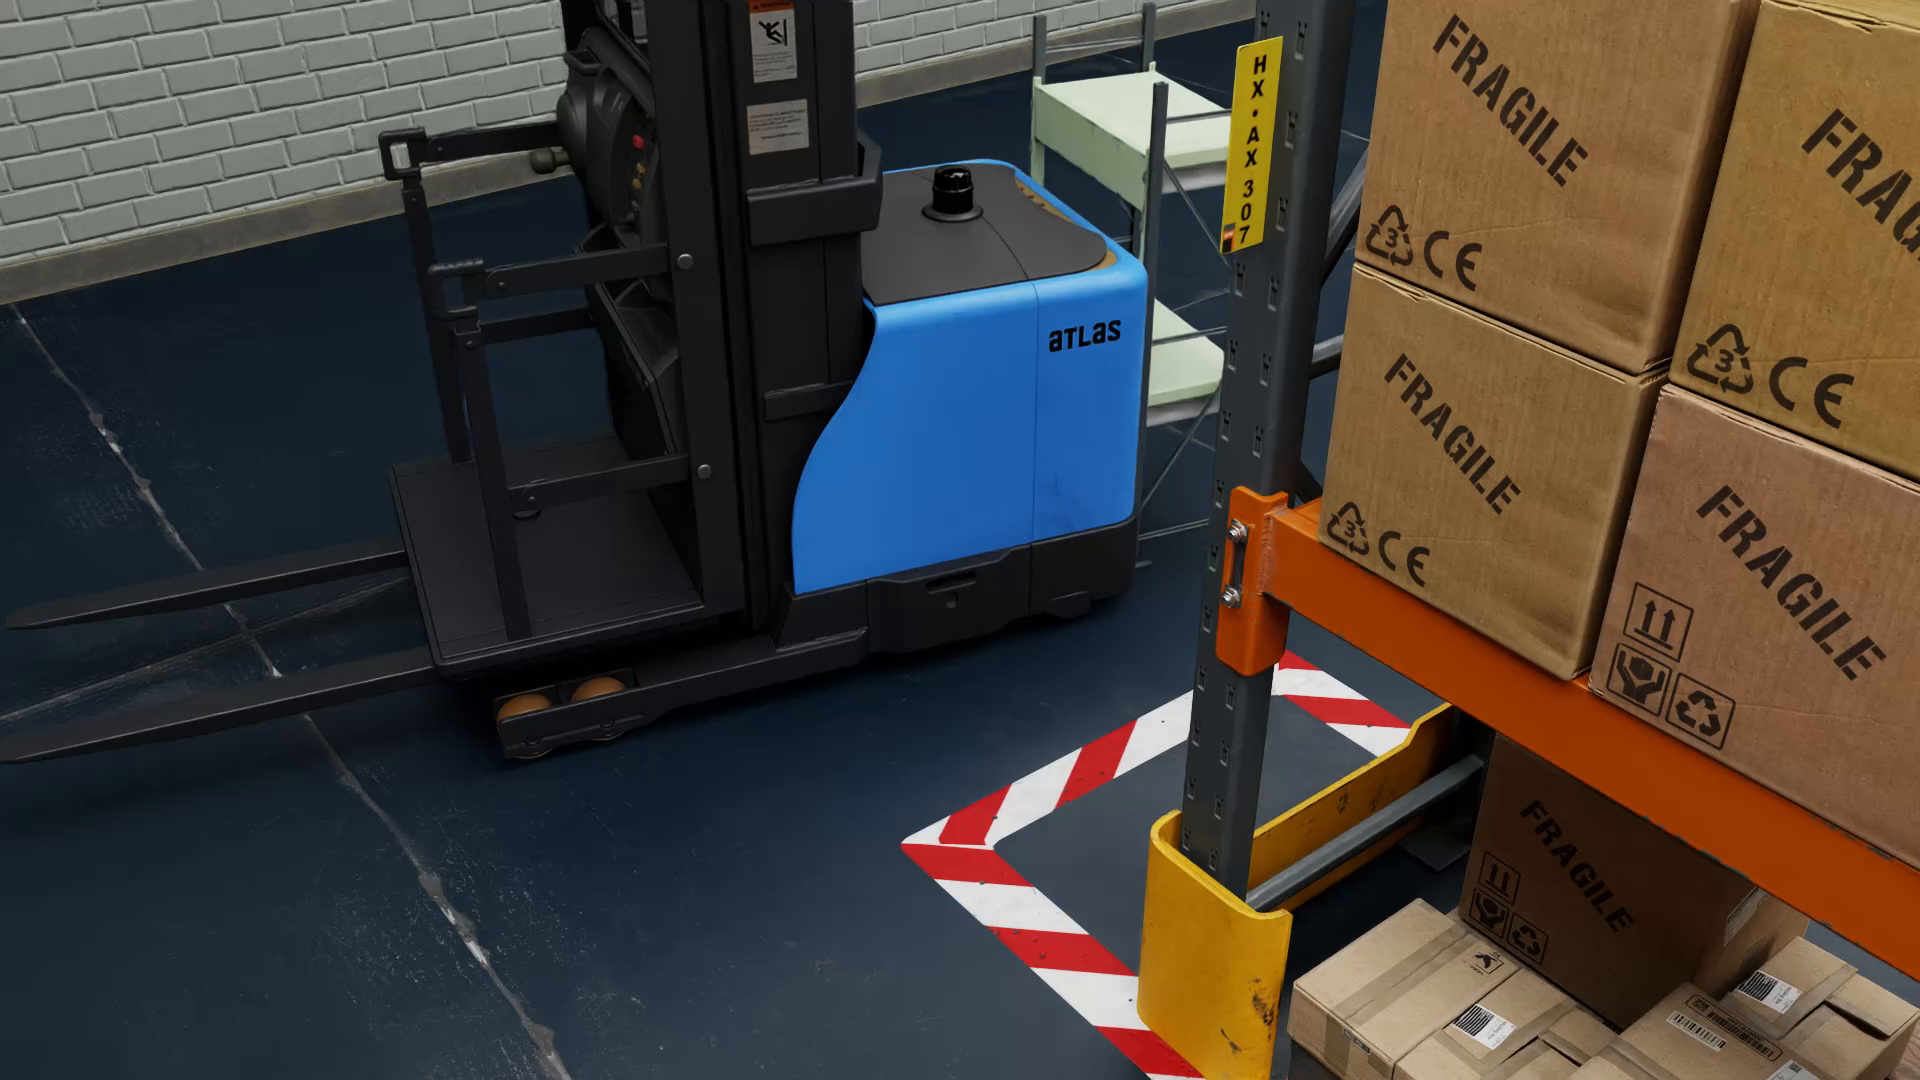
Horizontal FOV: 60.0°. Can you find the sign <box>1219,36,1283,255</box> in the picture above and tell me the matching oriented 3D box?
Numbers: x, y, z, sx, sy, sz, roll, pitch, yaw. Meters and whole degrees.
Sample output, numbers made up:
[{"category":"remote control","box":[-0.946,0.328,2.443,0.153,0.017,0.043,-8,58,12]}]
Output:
[{"category":"sign","box":[0.449,-0.603,2.557,0.100,0.325,0.005,-22,38,-31]}]

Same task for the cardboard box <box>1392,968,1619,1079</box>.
[{"category":"cardboard box","box":[1.016,0.996,3.072,0.380,0.166,0.250,-22,38,-31]}]

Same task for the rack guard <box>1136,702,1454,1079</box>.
[{"category":"rack guard","box":[0.924,0.683,3.677,1.175,0.500,0.348,-22,38,-31]}]

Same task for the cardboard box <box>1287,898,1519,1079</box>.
[{"category":"cardboard box","box":[0.863,0.899,3.244,0.380,0.149,0.250,-22,38,-31]}]

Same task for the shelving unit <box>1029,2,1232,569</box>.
[{"category":"shelving unit","box":[0.547,-0.766,5.062,0.431,1.500,0.755,-13,34,-19]}]

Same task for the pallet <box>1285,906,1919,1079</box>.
[{"category":"pallet","box":[1.414,1.138,3.219,1.003,0.211,1.213,-22,38,-31]}]

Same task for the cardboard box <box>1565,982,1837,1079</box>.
[{"category":"cardboard box","box":[1.294,1.097,2.829,0.500,0.250,0.500,-22,38,-31]}]

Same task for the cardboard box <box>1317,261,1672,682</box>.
[{"category":"cardboard box","box":[0.941,-0.183,2.607,0.500,0.500,0.500,-21,38,-30]}]

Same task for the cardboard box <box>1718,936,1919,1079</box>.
[{"category":"cardboard box","box":[1.583,0.951,3.145,0.380,0.166,0.250,-22,38,-31]}]

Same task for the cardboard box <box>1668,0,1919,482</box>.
[{"category":"cardboard box","box":[1.268,-0.392,1.996,0.500,0.500,0.500,-22,38,-31]}]

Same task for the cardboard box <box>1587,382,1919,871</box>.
[{"category":"cardboard box","box":[1.262,0.030,2.263,0.500,0.500,0.500,-23,38,-32]}]

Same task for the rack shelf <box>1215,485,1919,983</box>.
[{"category":"rack shelf","box":[2.104,0.728,1.916,1.077,0.370,4.000,-22,38,-31]}]

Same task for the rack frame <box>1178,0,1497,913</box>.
[{"category":"rack frame","box":[0.878,-0.411,3.068,1.000,3.000,0.127,-22,38,-31]}]

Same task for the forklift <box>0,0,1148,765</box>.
[{"category":"forklift","box":[-1.052,-0.992,4.069,3.031,2.935,1.130,-12,34,-19]}]

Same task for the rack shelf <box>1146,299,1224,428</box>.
[{"category":"rack shelf","box":[0.547,-0.489,5.234,0.431,0.370,0.720,-13,34,-19]}]

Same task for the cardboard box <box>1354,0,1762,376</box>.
[{"category":"cardboard box","box":[0.941,-0.608,2.343,0.500,0.500,0.500,-21,38,-30]}]

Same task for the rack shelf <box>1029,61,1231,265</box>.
[{"category":"rack shelf","box":[0.547,-1.097,4.856,0.431,0.370,0.720,-13,34,-19]}]

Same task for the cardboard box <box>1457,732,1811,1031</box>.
[{"category":"cardboard box","box":[1.406,0.611,3.375,0.500,0.500,0.500,-22,38,-31]}]

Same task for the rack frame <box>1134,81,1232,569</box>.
[{"category":"rack frame","box":[0.691,-0.588,4.776,0.400,1.500,0.023,-13,34,-19]}]

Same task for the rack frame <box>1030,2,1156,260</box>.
[{"category":"rack frame","box":[0.404,-0.944,5.348,0.400,1.500,0.023,-13,34,-19]}]
